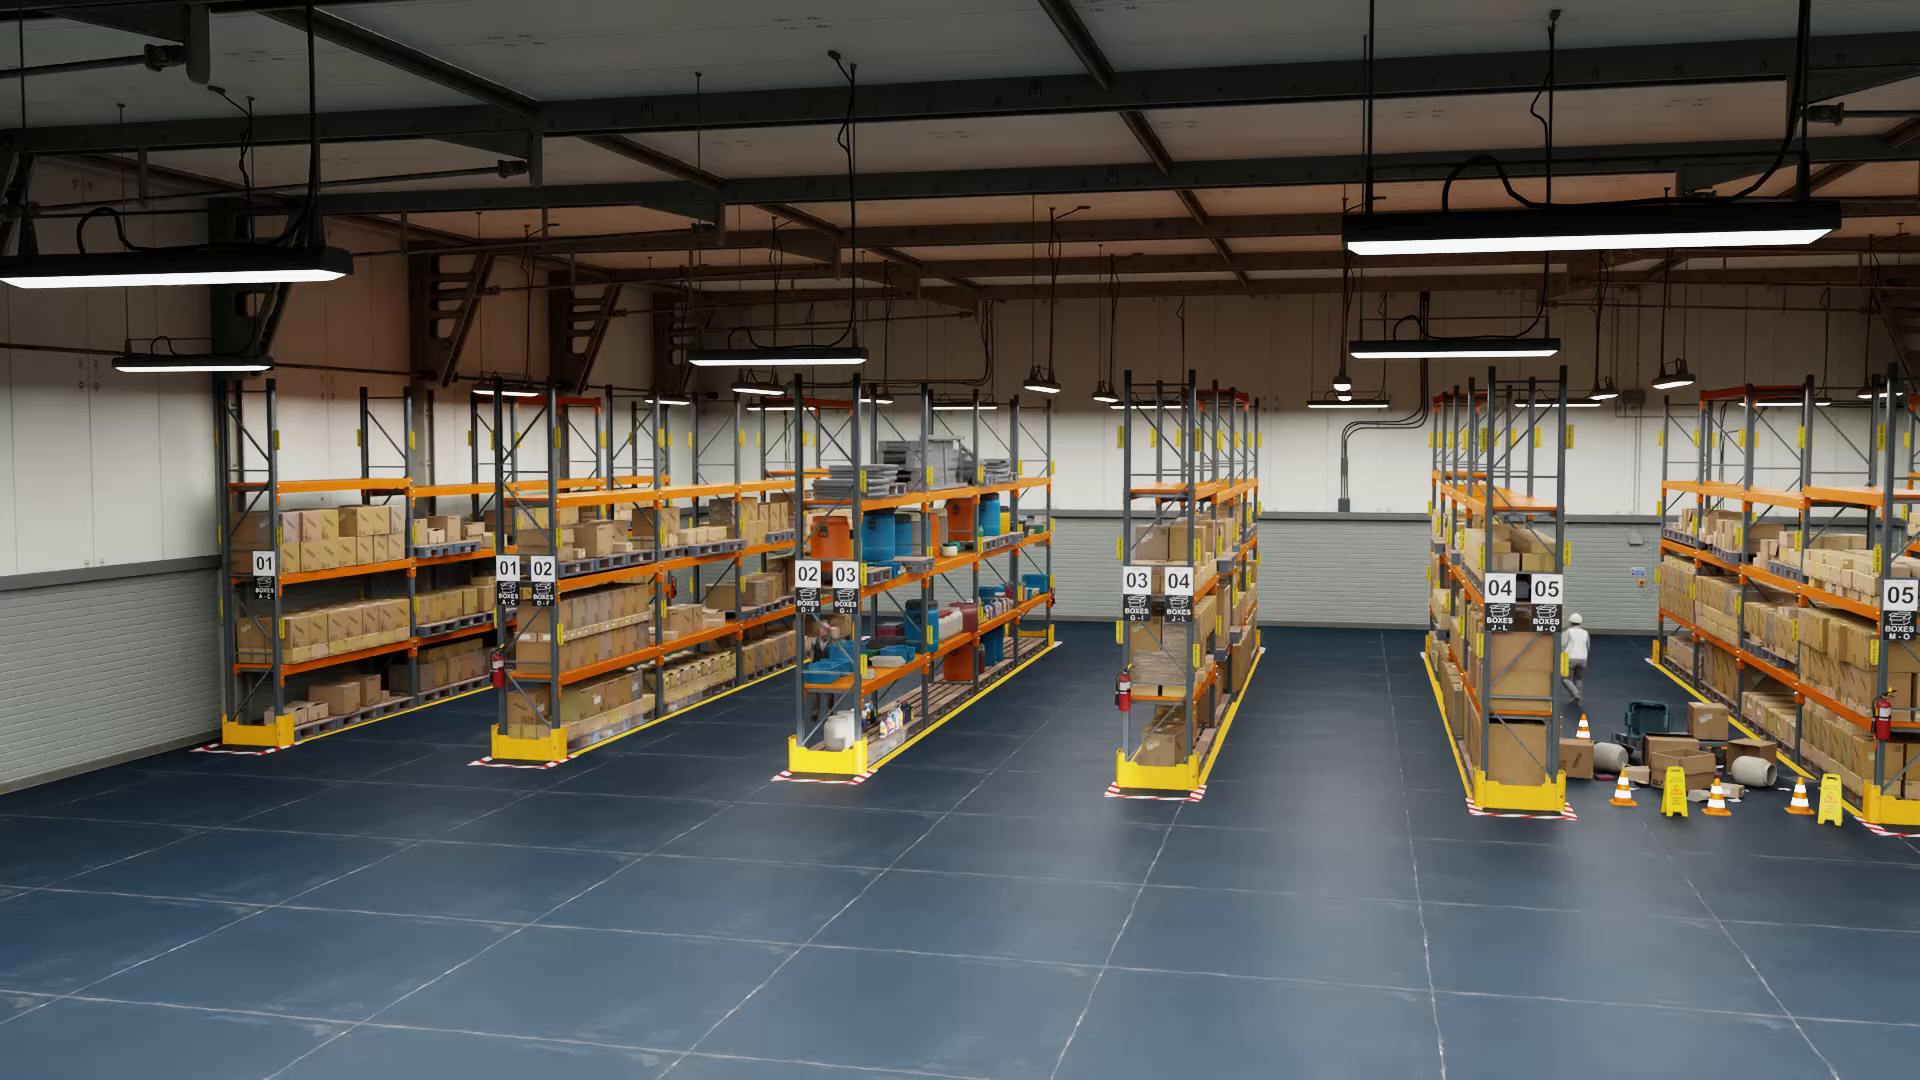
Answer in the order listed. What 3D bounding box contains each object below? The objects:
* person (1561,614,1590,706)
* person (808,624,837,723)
[{"bbox_3d":[11.607,2.263,31.319,0.604,1.728,0.690,0,3,-2],"label":"person"},{"bbox_3d":[-2.429,2.373,29.743,0.558,1.747,0.748,0,3,3],"label":"person"}]
